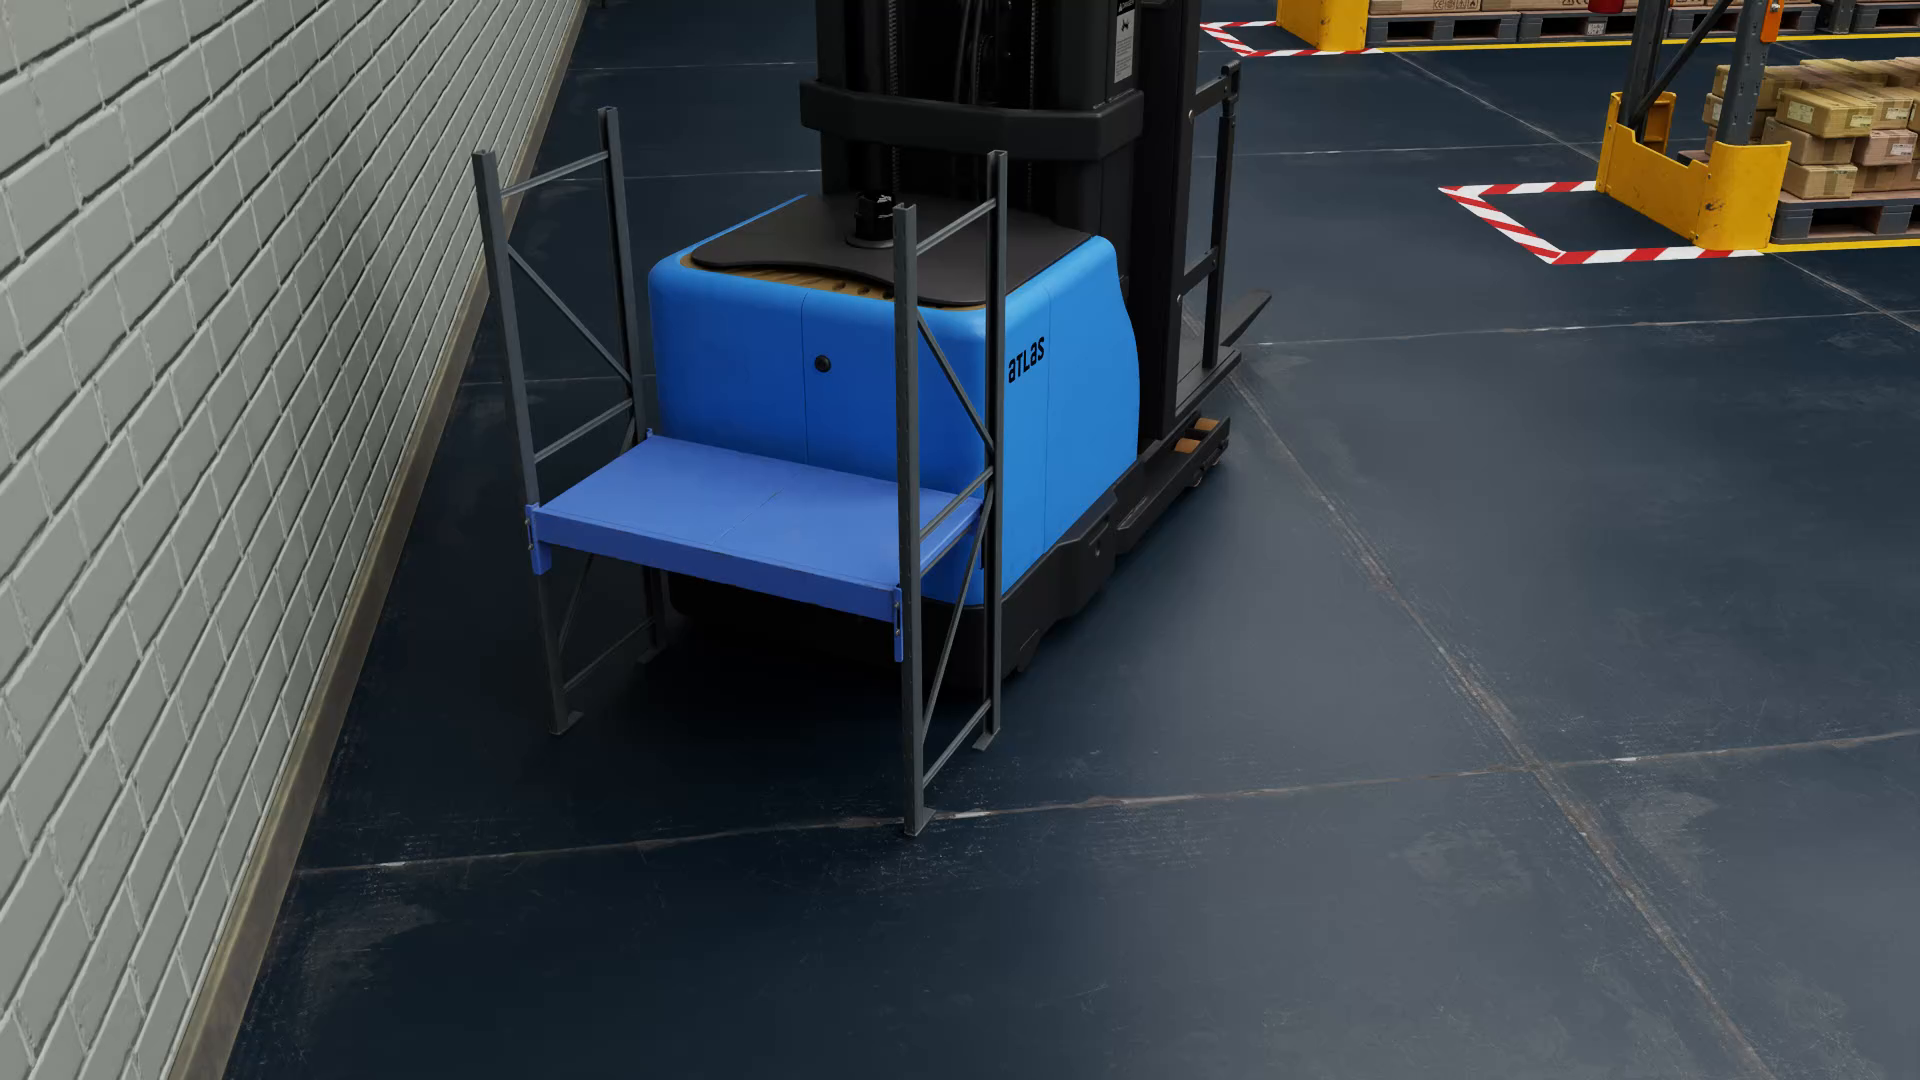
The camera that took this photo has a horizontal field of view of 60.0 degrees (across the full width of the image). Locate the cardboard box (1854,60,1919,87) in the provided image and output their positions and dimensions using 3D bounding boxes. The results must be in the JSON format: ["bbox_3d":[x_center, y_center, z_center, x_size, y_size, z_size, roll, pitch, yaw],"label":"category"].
[{"bbox_3d":[4.822,-2.363,8.581,0.250,0.149,0.380,-5,28,-9],"label":"cardboard box"}]

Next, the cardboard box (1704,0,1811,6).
[{"bbox_3d":[6.107,-4.521,13.122,0.875,0.438,0.875,-4,27,-8],"label":"cardboard box"}]

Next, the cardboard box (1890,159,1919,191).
[{"bbox_3d":[4.629,-1.860,8.251,0.250,0.149,0.380,-3,27,-7],"label":"cardboard box"}]

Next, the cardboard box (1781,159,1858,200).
[{"bbox_3d":[4.136,-1.787,8.110,0.250,0.149,0.380,-3,27,-6],"label":"cardboard box"}]

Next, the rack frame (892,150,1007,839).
[{"bbox_3d":[-0.014,-0.075,3.754,0.032,1.500,0.500,12,29,22],"label":"rack frame"}]

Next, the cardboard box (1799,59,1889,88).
[{"bbox_3d":[4.557,-2.375,8.605,0.250,0.149,0.380,-4,27,-8],"label":"cardboard box"}]

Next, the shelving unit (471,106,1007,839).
[{"bbox_3d":[-0.476,-0.172,3.942,1.048,1.500,0.538,12,29,22],"label":"shelving unit"}]

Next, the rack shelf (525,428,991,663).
[{"bbox_3d":[-0.476,-0.012,4.024,1.000,0.185,0.538,12,29,22],"label":"rack shelf"}]

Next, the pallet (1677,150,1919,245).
[{"bbox_3d":[4.457,-1.780,8.488,1.213,0.211,1.003,-4,27,-7],"label":"pallet"}]

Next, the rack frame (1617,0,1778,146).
[{"bbox_3d":[3.573,-2.980,7.772,0.127,3.000,1.000,-4,27,-7],"label":"rack frame"}]

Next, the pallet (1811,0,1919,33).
[{"bbox_3d":[7.497,-4.308,13.415,1.213,0.211,1.003,-4,27,-7],"label":"pallet"}]

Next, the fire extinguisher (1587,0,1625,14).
[{"bbox_3d":[3.259,-2.972,8.250,0.183,0.674,0.296,-4,27,-7],"label":"fire extinguisher"}]

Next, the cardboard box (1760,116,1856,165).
[{"bbox_3d":[4.127,-1.948,8.098,0.250,0.149,0.380,-3,27,-5],"label":"cardboard box"}]

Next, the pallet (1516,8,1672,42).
[{"bbox_3d":[4.769,-4.133,13.074,1.213,0.211,1.003,-4,27,-7],"label":"pallet"}]

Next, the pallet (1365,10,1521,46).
[{"bbox_3d":[3.564,-4.057,12.925,1.213,0.211,1.003,-4,27,-7],"label":"pallet"}]

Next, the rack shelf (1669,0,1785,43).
[{"bbox_3d":[5.553,-2.787,8.184,4.000,0.370,1.077,-4,27,-7],"label":"rack shelf"}]

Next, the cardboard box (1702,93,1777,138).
[{"bbox_3d":[4.055,-2.193,8.576,0.250,0.149,0.380,-4,27,-8],"label":"cardboard box"}]

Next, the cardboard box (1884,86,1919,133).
[{"bbox_3d":[4.662,-2.073,8.015,0.250,0.149,0.380,-4,27,-7],"label":"cardboard box"}]

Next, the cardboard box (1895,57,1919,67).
[{"bbox_3d":[5.081,-2.405,8.663,0.250,0.149,0.380,-3,27,-5],"label":"cardboard box"}]

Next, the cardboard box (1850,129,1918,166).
[{"bbox_3d":[4.406,-1.940,8.082,0.250,0.149,0.380,-4,27,-7],"label":"cardboard box"}]

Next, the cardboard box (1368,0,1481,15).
[{"bbox_3d":[3.422,-4.345,12.780,0.875,0.438,0.875,-5,28,-9],"label":"cardboard box"}]

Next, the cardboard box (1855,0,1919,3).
[{"bbox_3d":[7.347,-4.783,13.153,0.875,0.875,0.875,-3,27,-6],"label":"cardboard box"}]

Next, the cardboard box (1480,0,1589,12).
[{"bbox_3d":[4.328,-4.407,12.900,0.875,0.438,0.875,-3,27,-6],"label":"cardboard box"}]

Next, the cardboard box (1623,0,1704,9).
[{"bbox_3d":[5.221,-4.464,13.011,0.875,0.438,0.875,-4,27,-9],"label":"cardboard box"}]

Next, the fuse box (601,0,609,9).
[{"bbox_3d":[-2.946,-5.228,13.564,0.414,1.711,0.539,-4,27,-7],"label":"fuse box"}]

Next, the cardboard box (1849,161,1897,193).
[{"bbox_3d":[4.384,-1.841,8.214,0.250,0.149,0.380,-4,27,-7],"label":"cardboard box"}]

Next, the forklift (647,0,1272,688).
[{"bbox_3d":[0.281,-1.561,5.081,1.130,2.935,3.031,13,30,23],"label":"forklift"}]

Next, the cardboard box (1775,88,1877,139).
[{"bbox_3d":[4.139,-2.043,7.957,0.250,0.149,0.380,-5,28,-9],"label":"cardboard box"}]

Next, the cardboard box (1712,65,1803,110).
[{"bbox_3d":[4.062,-2.311,8.480,0.250,0.149,0.380,-3,27,-7],"label":"cardboard box"}]

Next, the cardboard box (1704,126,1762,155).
[{"bbox_3d":[4.065,-2.026,8.576,0.250,0.149,0.380,-3,27,-6],"label":"cardboard box"}]

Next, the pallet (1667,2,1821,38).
[{"bbox_3d":[5.980,-4.212,13.228,1.213,0.211,1.003,-4,27,-7],"label":"pallet"}]

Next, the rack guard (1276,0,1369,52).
[{"bbox_3d":[2.759,-4.098,12.688,0.348,0.500,1.175,-4,27,-7],"label":"rack guard"}]

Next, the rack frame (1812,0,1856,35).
[{"bbox_3d":[6.744,-5.466,12.616,0.127,3.000,1.000,-4,27,-7],"label":"rack frame"}]

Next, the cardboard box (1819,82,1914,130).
[{"bbox_3d":[4.395,-2.115,8.097,0.250,0.149,0.380,-3,27,-6],"label":"cardboard box"}]

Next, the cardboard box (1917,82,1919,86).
[{"bbox_3d":[4.896,-2.126,8.119,0.250,0.149,0.380,-5,28,-10],"label":"cardboard box"}]

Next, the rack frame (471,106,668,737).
[{"bbox_3d":[-0.939,-0.268,4.130,0.032,1.500,0.500,12,29,22],"label":"rack frame"}]

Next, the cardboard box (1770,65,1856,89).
[{"bbox_3d":[4.318,-2.301,8.461,0.250,0.149,0.380,-3,27,-6],"label":"cardboard box"}]

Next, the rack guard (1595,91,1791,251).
[{"bbox_3d":[3.648,-1.873,8.352,0.348,0.500,1.175,-4,27,-7],"label":"rack guard"}]

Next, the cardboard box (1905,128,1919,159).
[{"bbox_3d":[4.636,-1.996,8.190,0.250,0.149,0.380,-3,27,-6],"label":"cardboard box"}]
